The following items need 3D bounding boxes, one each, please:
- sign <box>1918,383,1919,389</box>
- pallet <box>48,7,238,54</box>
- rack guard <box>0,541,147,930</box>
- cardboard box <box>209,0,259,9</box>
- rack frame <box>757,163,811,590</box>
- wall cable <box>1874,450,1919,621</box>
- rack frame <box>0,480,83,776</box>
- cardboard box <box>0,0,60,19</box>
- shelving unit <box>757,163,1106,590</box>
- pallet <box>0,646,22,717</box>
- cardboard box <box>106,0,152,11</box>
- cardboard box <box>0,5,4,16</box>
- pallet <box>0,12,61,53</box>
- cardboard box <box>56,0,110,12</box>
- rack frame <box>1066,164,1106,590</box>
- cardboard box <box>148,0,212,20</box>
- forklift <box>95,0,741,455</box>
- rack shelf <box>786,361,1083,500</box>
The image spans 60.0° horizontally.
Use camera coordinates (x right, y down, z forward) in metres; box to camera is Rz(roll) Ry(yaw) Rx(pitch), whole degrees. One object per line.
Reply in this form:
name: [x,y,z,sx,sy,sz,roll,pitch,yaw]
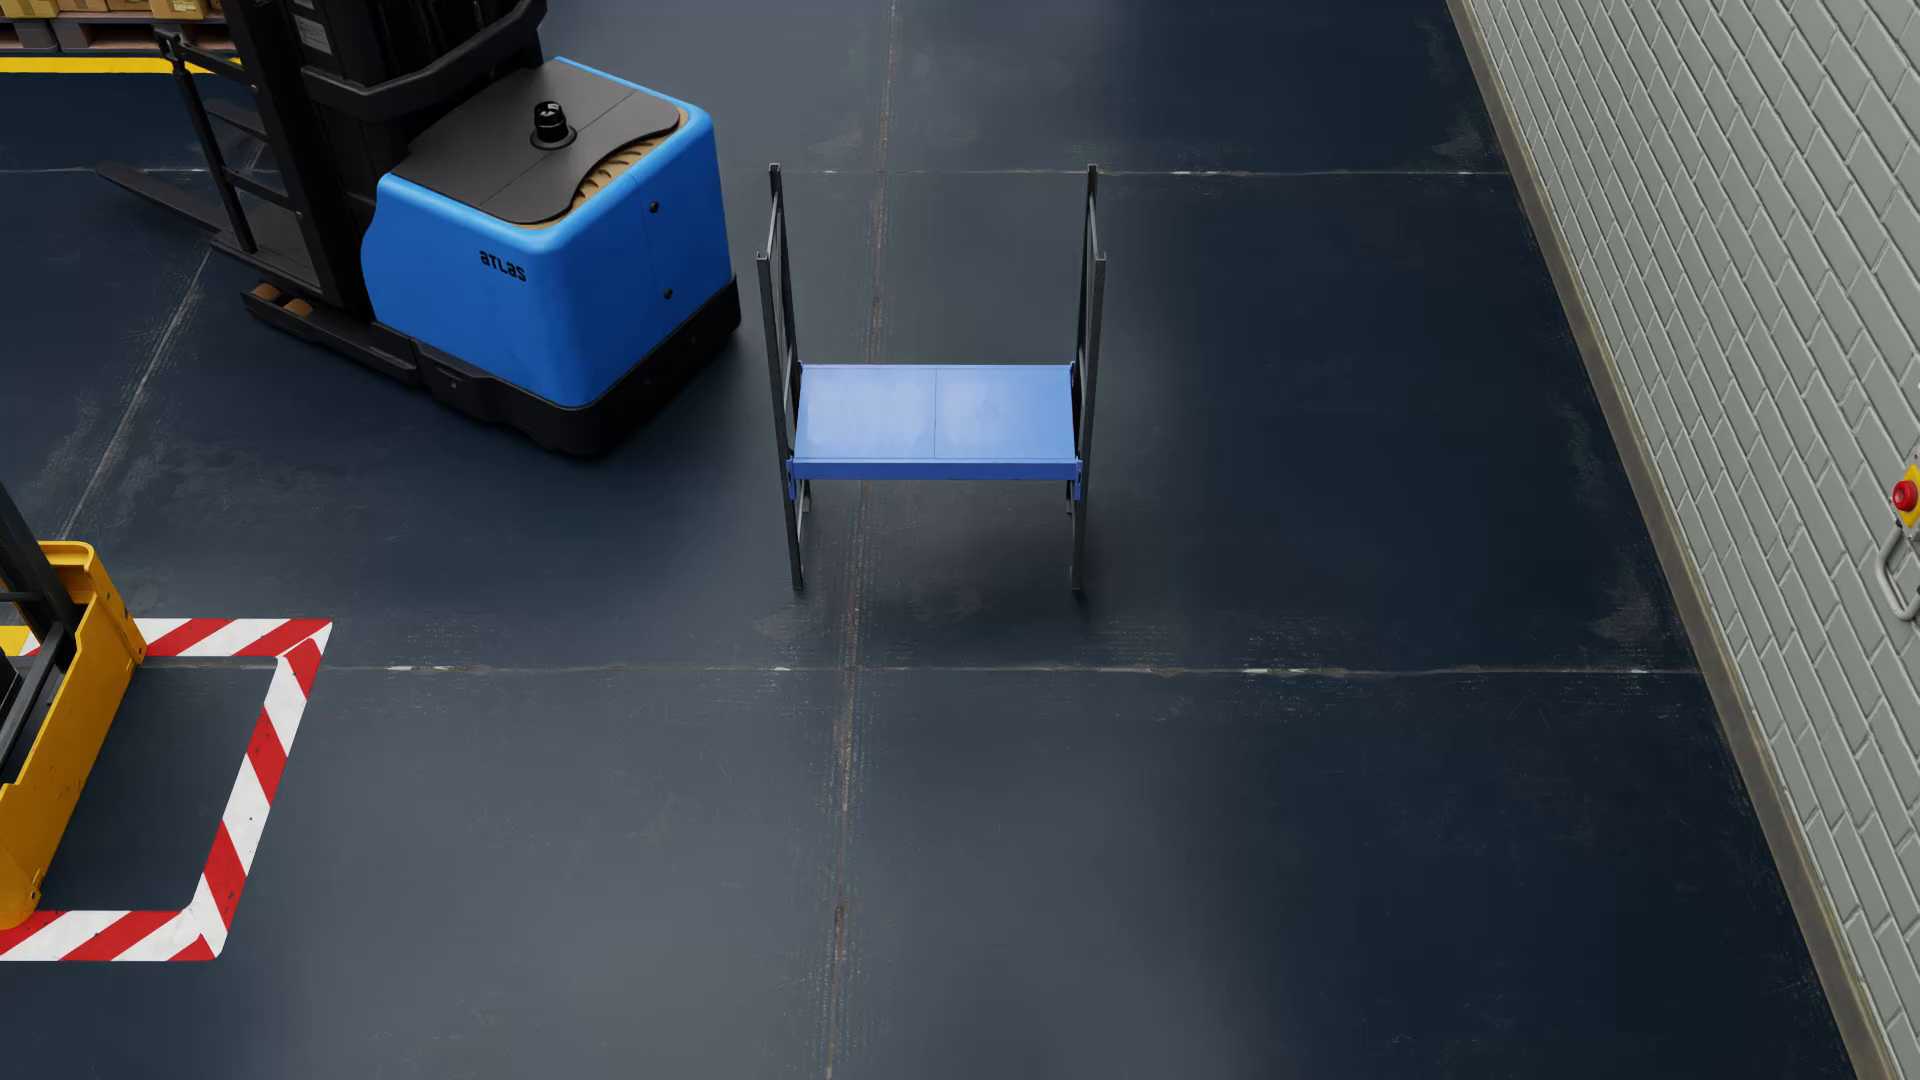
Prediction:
sign: [2.625,-0.376,4.367,0.001,0.218,0.327,0,47,0]
pallet: [-4.046,-2.949,8.851,1.213,0.211,1.003,0,47,0]
rack guard: [-3.051,0.604,5.346,0.348,0.500,1.175,0,47,0]
cardboard box: [-3.685,-2.892,8.553,0.250,0.149,0.380,1,47,1]
rack frame: [-0.594,-0.513,5.703,0.032,1.500,0.500,0,47,0]
wall cable: [2.563,-0.606,4.049,0.123,1.953,0.585,0,47,0]
rack frame: [-3.075,-0.248,4.431,0.127,3.000,1.000,0,47,0]
cardboard box: [-4.709,-2.828,8.494,0.250,0.149,0.380,-2,47,-2]
shelving unit: [-0.085,-0.511,5.701,1.048,1.500,0.538,0,47,0]
pallet: [-3.875,0.758,5.401,1.213,0.211,1.003,0,47,0]
cardboard box: [-4.207,-2.882,8.544,0.250,0.149,0.380,0,47,0]
cardboard box: [-4.982,-2.843,8.508,0.250,0.149,0.380,1,47,1]
pallet: [-5.263,-2.955,8.856,1.213,0.211,1.003,0,47,0]
cardboard box: [-4.454,-2.873,8.536,0.250,0.149,0.380,1,47,1]
rack frame: [0.423,-0.510,5.700,0.032,1.500,0.500,0,47,0]
cardboard box: [-3.943,-2.818,8.485,0.250,0.149,0.380,1,47,1]
forklift: [-2.448,-2.156,6.254,3.031,2.935,1.130,24,52,21]
rack shelf: [-0.085,-0.389,5.833,1.000,0.185,0.538,0,47,0]
